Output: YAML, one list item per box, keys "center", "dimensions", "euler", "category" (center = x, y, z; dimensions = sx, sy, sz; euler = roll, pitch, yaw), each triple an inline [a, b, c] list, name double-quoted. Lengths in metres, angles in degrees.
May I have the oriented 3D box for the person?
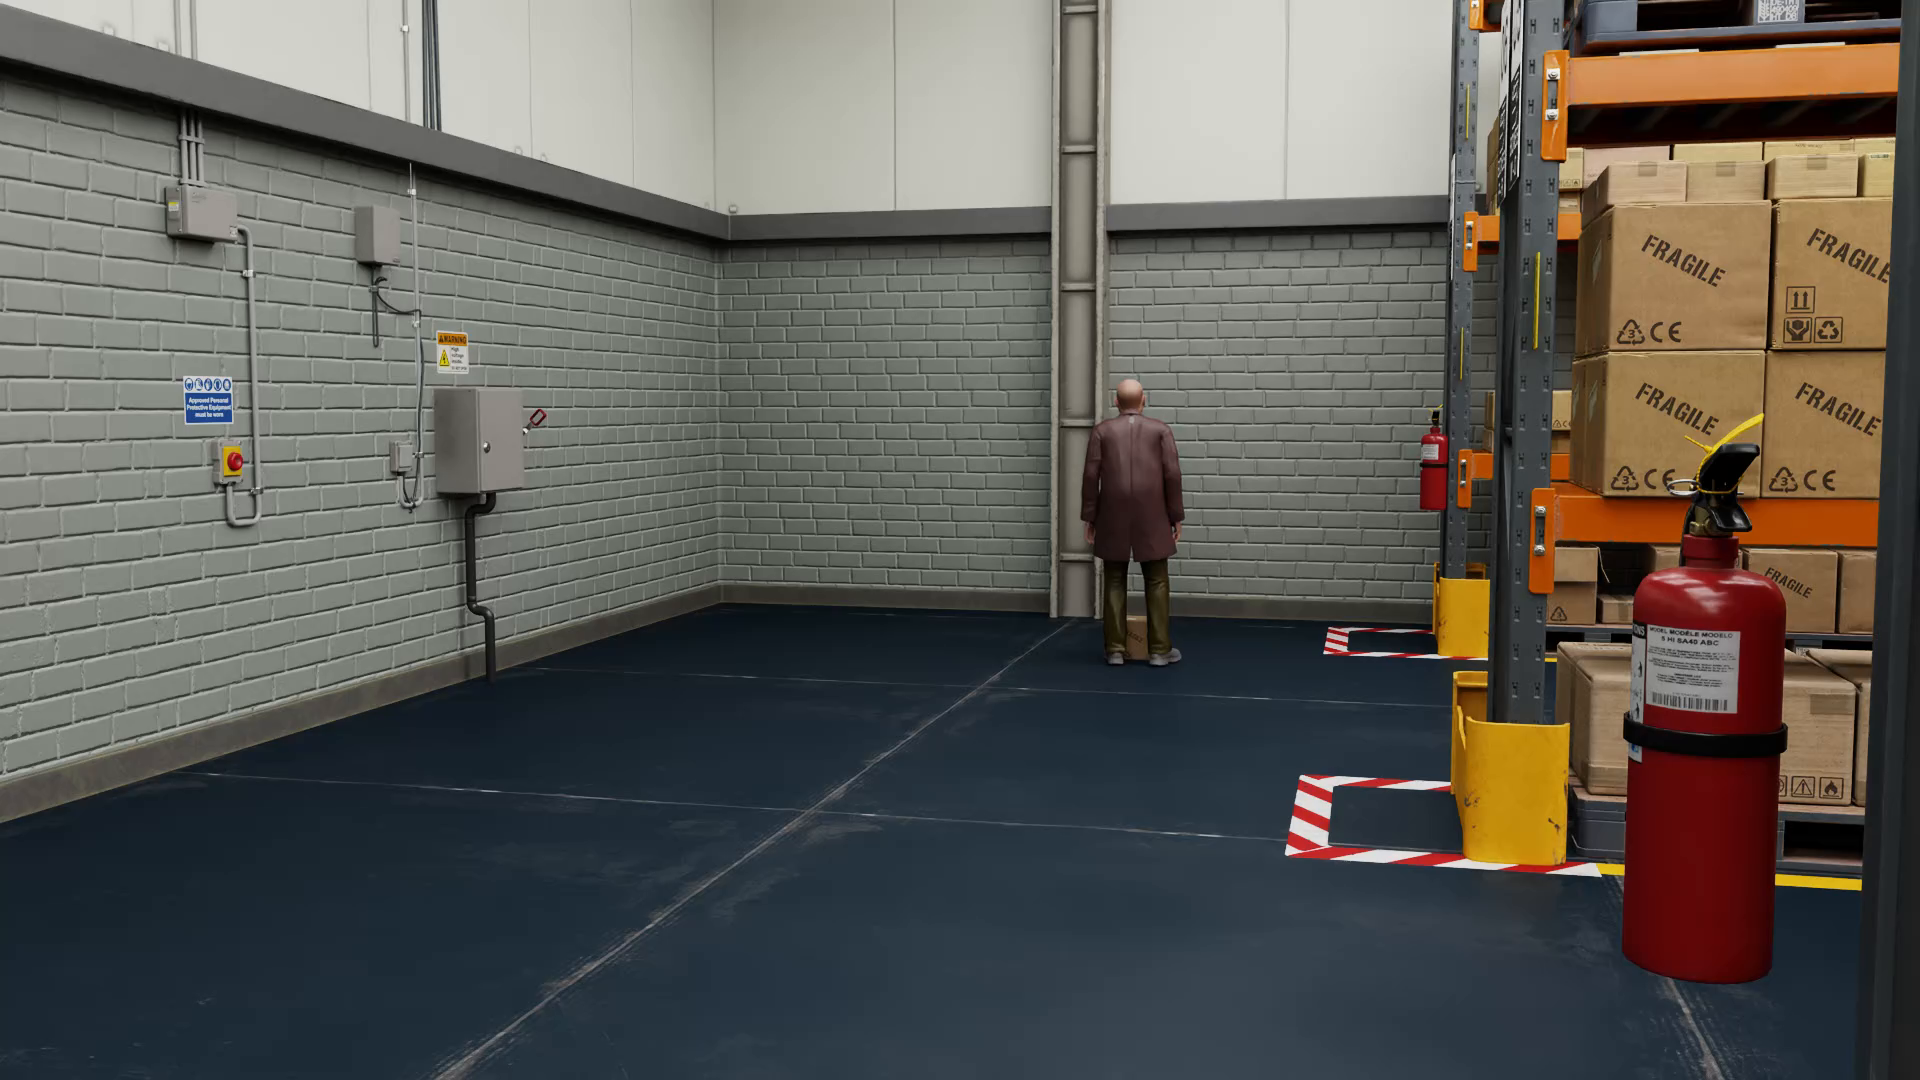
- center: [1.072, -0.114, 10.353]
  dimensions: [0.649, 1.772, 0.429]
  euler: [1, 5, 10]
  category: "person"
